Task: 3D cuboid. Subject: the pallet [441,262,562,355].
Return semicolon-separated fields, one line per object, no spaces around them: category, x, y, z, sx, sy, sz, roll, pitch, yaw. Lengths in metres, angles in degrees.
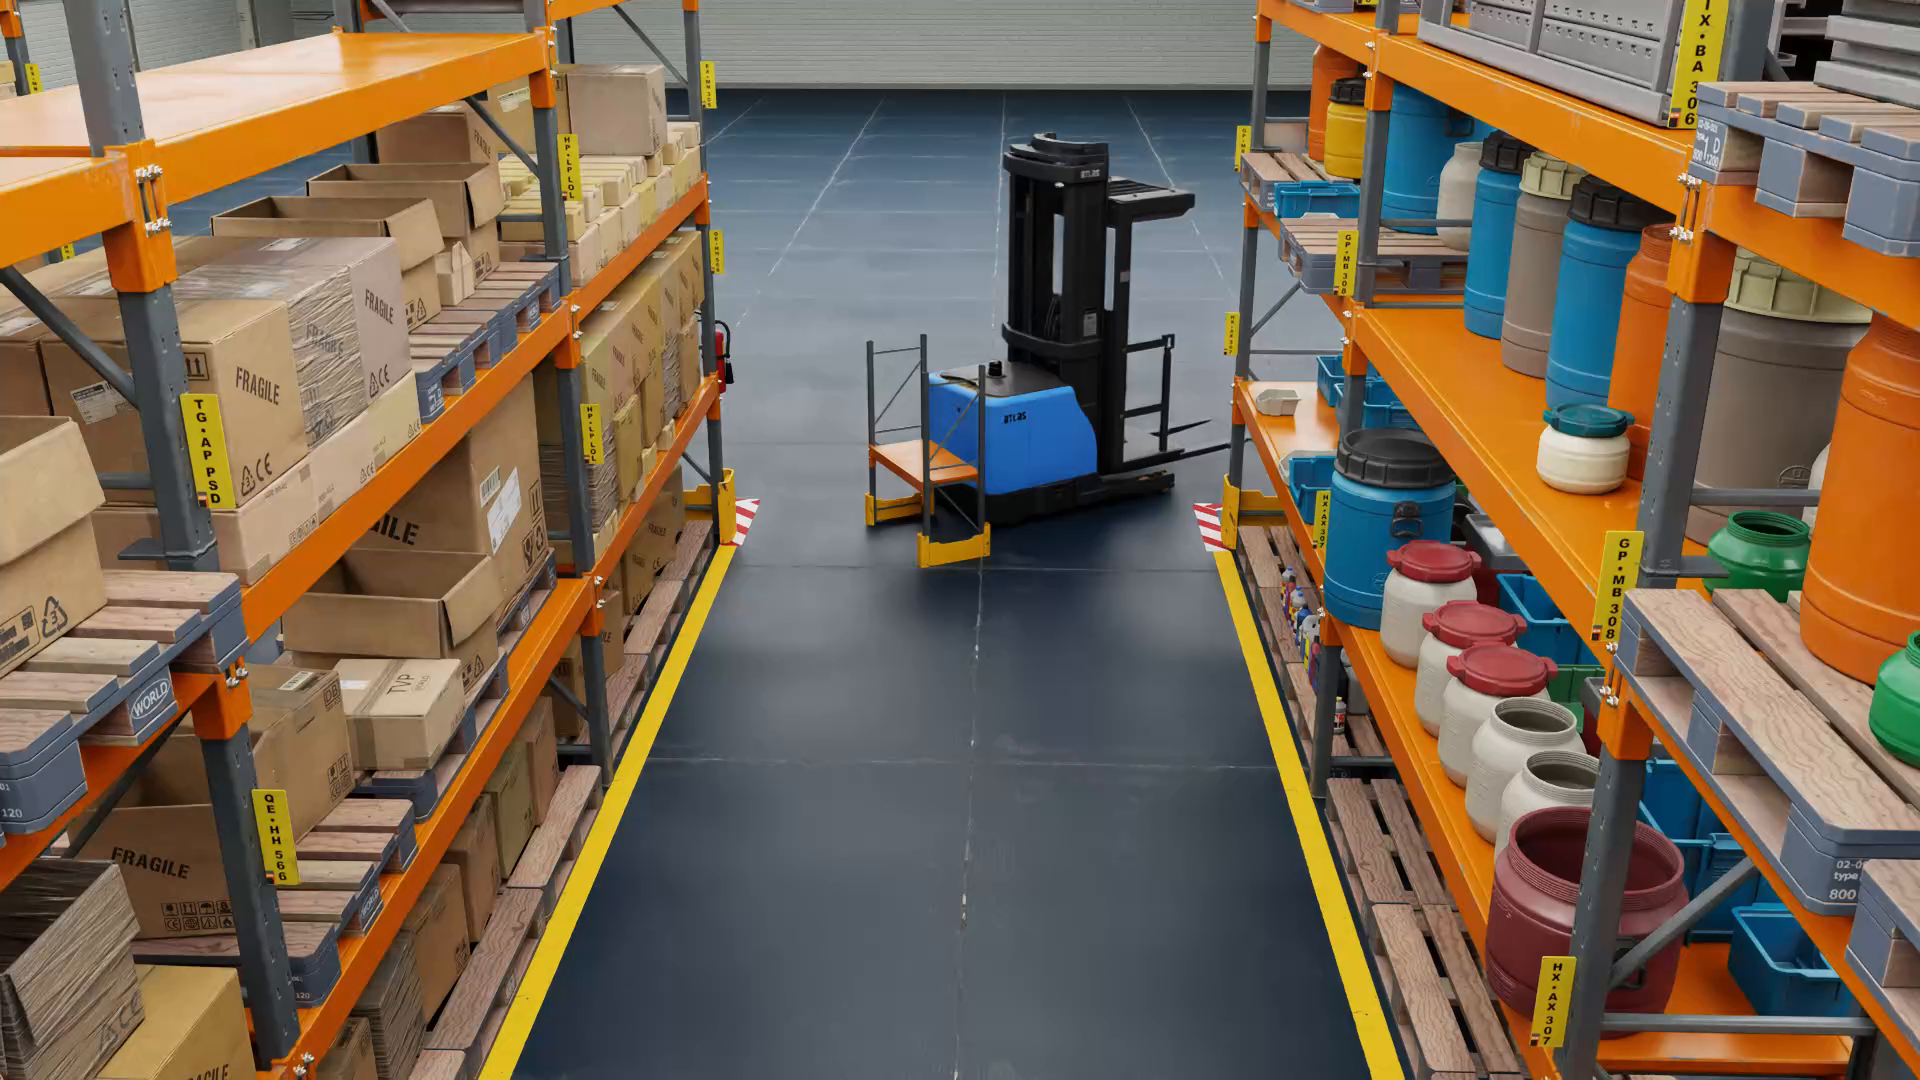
pallet;-2.607;-1.108;7.851;1.213;0.211;1.003;1;21;2

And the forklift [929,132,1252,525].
forklift;1.209;-1.877;13.814;3.031;2.935;1.130;-14;25;-31

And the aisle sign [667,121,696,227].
aisle sign;-2.058;-2.696;12.238;0.394;0.787;0.004;1;21;2

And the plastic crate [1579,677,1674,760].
plastic crate;2.703;0.871;6.549;0.402;0.464;0.583;1;21;2

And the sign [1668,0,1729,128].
sign;1.798;-1.168;4.046;0.100;0.325;0.005;1;21;2

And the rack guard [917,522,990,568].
rack guard;-0.044;0.034;12.596;0.587;0.250;0.087;-10;23;-24

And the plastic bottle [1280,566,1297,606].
plastic bottle;2.224;0.308;11.252;0.097;0.271;0.097;0;21;0

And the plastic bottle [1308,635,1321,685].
plastic bottle;2.170;0.732;10.143;0.061;0.283;0.133;2;21;5

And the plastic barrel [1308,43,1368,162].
plastic barrel;2.703;-3.028;11.366;0.600;0.830;0.708;1;21;2

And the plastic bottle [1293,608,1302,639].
plastic bottle;2.208;0.537;10.760;0.097;0.201;0.097;0;21;0

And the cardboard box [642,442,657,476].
cardboard box;-2.142;-0.519;10.567;0.380;0.149;0.250;1;21;2

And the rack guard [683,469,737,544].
rack guard;-2.362;-0.273;13.040;1.175;0.500;0.348;1;21;2

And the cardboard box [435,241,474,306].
cardboard box;-2.410;-1.210;7.458;0.396;0.266;0.258;1;21;4

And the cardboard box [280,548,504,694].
cardboard box;-2.442;0.365;7.219;0.797;0.503;0.637;3;21;7

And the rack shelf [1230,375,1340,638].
rack shelf;2.530;-0.352;10.785;1.077;0.370;4.000;1;21;2

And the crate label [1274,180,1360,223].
crate label;2.204;-2.067;10.268;0.502;0.251;0.408;1;21;2

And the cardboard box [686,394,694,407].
cardboard box;-2.126;-1.062;11.966;0.380;0.149;0.250;1;21;2

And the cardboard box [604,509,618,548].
cardboard box;-2.154;-0.067;9.401;0.380;0.149;0.250;1;21;2

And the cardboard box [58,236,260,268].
cardboard box;-2.803;-0.791;5.944;0.500;0.500;0.500;1;21;3

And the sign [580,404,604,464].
sign;-1.926;-0.554;8.710;0.100;0.325;0.005;1;21;2

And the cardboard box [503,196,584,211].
cardboard box;-2.223;-1.745;8.888;0.380;0.149;0.250;0;21;-1

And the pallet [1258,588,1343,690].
pallet;2.566;0.651;11.060;1.003;0.211;1.213;1;21;2

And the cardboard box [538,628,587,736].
cardboard box;-2.429;0.806;9.679;0.500;0.500;0.500;0;21;0

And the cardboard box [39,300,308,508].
cardboard box;-2.332;-0.418;4.984;0.500;0.500;0.500;1;21;2

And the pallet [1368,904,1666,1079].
pallet;2.450;2.062;7.423;1.003;0.211;1.213;1;21;2

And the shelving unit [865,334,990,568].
shelving unit;-0.264;-0.710;12.786;0.587;1.500;1.083;-10;23;-24

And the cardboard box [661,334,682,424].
cardboard box;-2.358;-1.090;11.141;0.875;0.500;0.500;1;21;2

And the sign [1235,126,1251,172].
sign;2.041;-2.821;11.994;0.100;0.325;0.005;1;21;2

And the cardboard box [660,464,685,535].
cardboard box;-2.395;-0.270;12.454;0.500;0.500;0.500;5;22;12

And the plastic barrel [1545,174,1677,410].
plastic barrel;2.631;-0.938;6.459;0.600;0.901;0.708;1;21;2

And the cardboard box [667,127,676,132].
cardboard box;-2.181;-2.783;11.565;0.380;0.149;0.250;0;21;0

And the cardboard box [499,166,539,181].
cardboard box;-2.725;-2.131;9.883;0.380;0.149;0.250;2;21;4

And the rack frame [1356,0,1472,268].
rack frame;2.469;-2.761;7.706;1.000;3.000;0.127;1;21;2

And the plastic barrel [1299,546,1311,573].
plastic barrel;2.632;-0.027;11.810;0.421;0.512;0.421;0;21;0

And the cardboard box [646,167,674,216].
cardboard box;-2.157;-2.251;10.744;0.500;0.250;0.500;1;21;3

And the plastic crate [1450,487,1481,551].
plastic crate;2.612;-0.124;9.287;0.767;0.338;0.504;1;21;2

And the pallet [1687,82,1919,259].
pallet;2.295;-0.780;3.414;1.213;0.211;1.003;1;21;2

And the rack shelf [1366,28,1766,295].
rack shelf;2.408;-1.517;6.045;1.077;0.370;4.000;1;21;2

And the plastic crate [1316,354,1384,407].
plastic crate;2.875;-1.157;12.071;0.499;0.251;0.616;1;21;2

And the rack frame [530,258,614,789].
rack frame;-2.481;-0.019;8.932;1.000;3.000;0.127;1;21;2

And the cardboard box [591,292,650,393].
cardboard box;-2.184;-1.192;10.023;0.500;0.500;0.500;1;21;2

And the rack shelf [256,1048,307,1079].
rack shelf;-2.664;2.486;3.471;1.077;0.370;4.000;1;21;2

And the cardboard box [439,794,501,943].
cardboard box;-2.571;1.537;7.767;0.700;0.500;0.500;-1;21;-3

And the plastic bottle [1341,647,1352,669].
plastic bottle;2.355;0.787;10.011;0.152;0.276;0.135;1;21;2

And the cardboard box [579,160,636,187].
cardboard box;-2.188;-2.213;10.095;0.380;0.149;0.250;1;21;3

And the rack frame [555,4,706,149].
rack frame;-2.360;-4.262;11.574;1.000;3.000;0.127;1;21;2

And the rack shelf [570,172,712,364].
rack shelf;-2.421;-1.805;10.383;1.077;0.370;4.000;1;21;2

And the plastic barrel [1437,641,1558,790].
plastic barrel;2.186;0.737;6.794;0.433;0.535;0.433;0;21;0

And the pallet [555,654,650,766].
pallet;-2.496;1.038;10.063;1.003;0.211;1.213;1;21;2

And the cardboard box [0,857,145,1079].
cardboard box;-2.641;1.177;4.324;0.797;0.503;0.637;1;21;3
